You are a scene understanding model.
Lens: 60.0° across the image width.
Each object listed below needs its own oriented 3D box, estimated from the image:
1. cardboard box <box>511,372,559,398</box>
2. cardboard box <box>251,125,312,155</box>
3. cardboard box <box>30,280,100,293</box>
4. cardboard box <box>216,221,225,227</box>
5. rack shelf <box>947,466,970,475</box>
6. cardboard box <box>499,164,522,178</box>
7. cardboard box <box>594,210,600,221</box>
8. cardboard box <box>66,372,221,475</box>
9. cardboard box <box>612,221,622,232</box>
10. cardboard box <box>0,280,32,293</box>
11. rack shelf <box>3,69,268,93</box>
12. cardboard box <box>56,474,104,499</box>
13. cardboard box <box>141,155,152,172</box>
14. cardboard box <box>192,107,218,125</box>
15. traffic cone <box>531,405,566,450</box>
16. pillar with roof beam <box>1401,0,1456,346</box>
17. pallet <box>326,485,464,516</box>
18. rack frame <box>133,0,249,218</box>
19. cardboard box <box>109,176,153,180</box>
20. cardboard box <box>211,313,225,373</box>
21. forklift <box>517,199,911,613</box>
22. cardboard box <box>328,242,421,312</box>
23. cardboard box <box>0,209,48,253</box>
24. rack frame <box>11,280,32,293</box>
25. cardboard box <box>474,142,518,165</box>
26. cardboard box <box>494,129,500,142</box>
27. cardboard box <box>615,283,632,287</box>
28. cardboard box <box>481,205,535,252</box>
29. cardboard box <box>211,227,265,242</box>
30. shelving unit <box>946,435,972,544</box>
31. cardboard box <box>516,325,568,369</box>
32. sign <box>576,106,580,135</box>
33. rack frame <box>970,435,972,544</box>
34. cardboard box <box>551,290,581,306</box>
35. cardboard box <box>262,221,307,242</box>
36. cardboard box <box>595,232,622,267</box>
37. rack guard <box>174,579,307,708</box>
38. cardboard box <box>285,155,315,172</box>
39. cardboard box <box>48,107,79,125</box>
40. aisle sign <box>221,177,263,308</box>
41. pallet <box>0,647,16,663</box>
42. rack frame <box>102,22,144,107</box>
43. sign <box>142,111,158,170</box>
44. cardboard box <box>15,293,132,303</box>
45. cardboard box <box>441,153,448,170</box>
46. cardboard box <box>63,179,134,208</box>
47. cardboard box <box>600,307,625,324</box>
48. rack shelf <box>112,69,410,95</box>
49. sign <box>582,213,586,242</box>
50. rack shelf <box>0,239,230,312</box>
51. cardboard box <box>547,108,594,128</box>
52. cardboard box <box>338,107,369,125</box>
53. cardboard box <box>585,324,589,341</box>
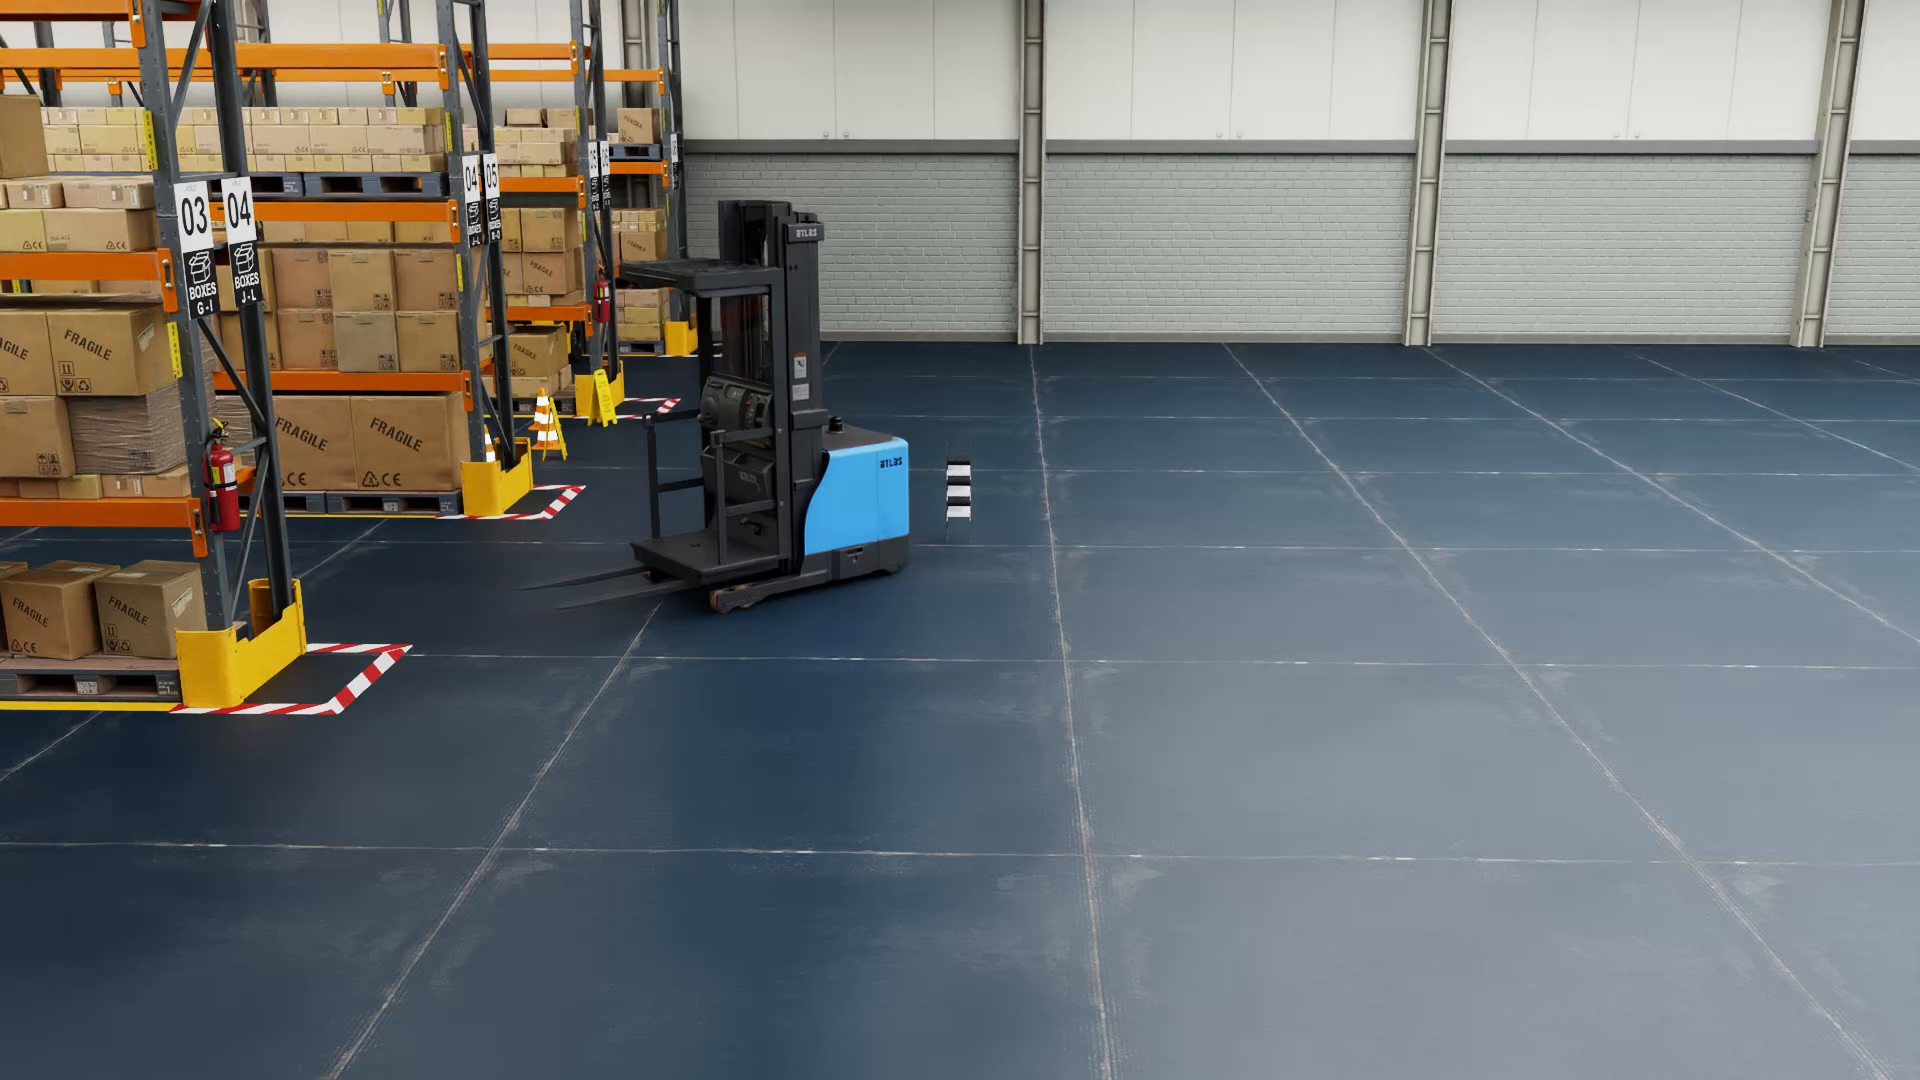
[{"bbox_3d":[-5.188,-1.888,20.184,0.500,0.250,0.500,0,15,1],"label":"cardboard box"},{"bbox_3d":[-5.873,-3.527,14.639,0.500,0.250,0.500,0,15,1],"label":"cardboard box"},{"bbox_3d":[-8.005,-2.424,15.238,0.550,0.550,0.875,0,15,1],"label":"cardboard box"},{"bbox_3d":[-10.874,-4.692,24.775,0.250,0.149,0.380,1,15,2],"label":"cardboard box"},{"bbox_3d":[-0.008,-0.577,14.188,0.200,0.077,0.258,0,15,1],"label":"rack shelf"},{"bbox_3d":[-5.227,-4.341,19.528,0.250,0.149,0.380,1,15,3],"label":"cardboard box"},{"bbox_3d":[-5.346,-4.807,24.630,0.250,0.149,0.380,0,15,2],"label":"cardboard box"},{"bbox_3d":[-5.151,-0.753,10.536,0.500,0.500,0.875,0,15,1],"label":"cardboard box"},{"bbox_3d":[-5.094,-4.648,24.609,0.250,0.149,0.380,1,15,2],"label":"cardboard box"},{"bbox_3d":[-8.870,-2.374,15.304,0.500,0.500,0.700,0,15,0],"label":"cardboard box"},{"bbox_3d":[-10.347,-5.476,19.652,4.000,0.370,1.077,0,15,1],"label":"rack shelf"},{"bbox_3d":[-5.393,-0.369,10.350,0.250,0.149,0.380,0,15,1],"label":"cardboard box"},{"bbox_3d":[-7.001,-3.326,14.660,0.250,0.149,0.380,0,15,1],"label":"cardboard box"},{"bbox_3d":[-6.497,-3.708,14.544,0.250,0.149,0.380,0,15,1],"label":"cardboard box"},{"bbox_3d":[-4.500,-1.240,18.132,0.334,0.463,0.336,0,15,1],"label":"traffic cone"},{"bbox_3d":[6.987,-6.303,20.589,0.400,9.000,9.100,0,15,1],"label":"pillar with roof beam"},{"bbox_3d":[-5.176,-0.452,15.639,1.213,0.211,1.003,0,15,1],"label":"pallet"},{"bbox_3d":[-4.602,-3.451,9.782,0.127,3.000,1.000,0,15,1],"label":"rack frame"},{"bbox_3d":[-5.128,-2.208,10.463,0.250,0.149,0.380,1,15,3],"label":"cardboard box"},{"bbox_3d":[-6.917,-1.883,15.302,0.550,0.550,0.875,0,15,1],"label":"cardboard box"},{"bbox_3d":[-1.857,-1.030,12.500,3.031,2.935,1.130,-12,19,-38],"label":"forklift"},{"bbox_3d":[-5.296,-2.402,15.153,0.550,0.550,0.875,0,15,1],"label":"cardboard box"},{"bbox_3d":[-5.590,-1.869,9.959,0.500,0.250,0.500,0,15,2],"label":"cardboard box"},{"bbox_3d":[-8.373,-1.841,15.437,0.127,3.000,1.000,0,15,1],"label":"rack frame"},{"bbox_3d":[-5.370,-4.541,19.503,0.500,0.250,0.500,0,15,1],"label":"cardboard box"},{"bbox_3d":[-5.459,-4.742,19.485,0.250,0.149,0.380,0,15,2],"label":"cardboard box"},{"bbox_3d":[-5.201,-3.754,25.297,0.500,0.250,0.500,0,15,2],"label":"cardboard box"},{"bbox_3d":[-5.371,-3.706,19.769,0.500,0.500,0.700,1,15,2],"label":"cardboard box"},{"bbox_3d":[-8.809,-3.575,20.409,0.500,0.500,0.500,1,15,3],"label":"cardboard box"},{"bbox_3d":[-0.008,-0.435,14.225,0.210,0.900,0.258,0,15,1],"label":"shelving unit"},{"bbox_3d":[-5.172,-2.390,20.615,0.500,0.500,0.500,0,15,0],"label":"cardboard box"},{"bbox_3d":[-4.383,-4.815,19.094,0.005,0.325,0.100,0,15,1],"label":"sign"},{"bbox_3d":[0.094,-0.435,14.223,0.006,0.900,0.240,0,15,1],"label":"rack frame"},{"bbox_3d":[-4.728,-2.904,19.960,0.250,0.149,0.380,1,15,3],"label":"cardboard box"},{"bbox_3d":[-7.913,-3.721,19.826,0.500,0.500,0.700,0,15,1],"label":"cardboard box"},{"bbox_3d":[-5.243,-4.334,24.691,0.500,0.500,0.500,1,15,3],"label":"cardboard box"},{"bbox_3d":[-4.678,0.658,10.868,0.348,0.500,1.175,0,15,1],"label":"rack guard"},{"bbox_3d":[-5.733,-3.317,14.627,0.250,0.149,0.380,0,15,1],"label":"cardboard box"},{"bbox_3d":[-7.762,-3.716,14.576,0.250,0.149,0.380,0,15,1],"label":"cardboard box"},{"bbox_3d":[-4.532,-1.884,10.504,0.004,0.787,0.394,0,15,1],"label":"aisle sign"},{"bbox_3d":[-6.706,0.774,10.992,1.213,0.211,1.003,0,15,1],"label":"pallet"},{"bbox_3d":[-12.223,-7.297,24.356,0.127,3.000,1.000,0,15,1],"label":"rack frame"},{"bbox_3d":[-4.636,-2.288,9.515,0.005,0.325,0.100,0,15,1],"label":"sign"},{"bbox_3d":[-5.645,-1.304,10.665,0.500,0.500,0.500,0,15,1],"label":"cardboard box"},{"bbox_3d":[-4.709,-3.479,15.240,0.250,0.149,0.380,0,15,2],"label":"cardboard box"},{"bbox_3d":[-5.145,-2.075,9.958,0.250,0.149,0.380,0,15,0],"label":"cardboard box"},{"bbox_3d":[-5.222,-3.388,24.890,0.500,0.250,0.500,0,15,1],"label":"cardboard box"},{"bbox_3d":[-10.224,-6.742,24.449,4.000,0.370,1.077,0,15,1],"label":"rack shelf"},{"bbox_3d":[-4.383,-3.649,19.402,0.005,0.325,0.100,0,15,1],"label":"sign"},{"bbox_3d":[-6.601,-1.666,10.305,4.000,0.370,1.077,0,15,1],"label":"rack shelf"},{"bbox_3d":[-5.696,-6.067,24.359,0.500,0.500,0.700,0,15,2],"label":"cardboard box"},{"bbox_3d":[-5.226,-3.700,14.514,0.250,0.149,0.380,1,15,2],"label":"cardboard box"},{"bbox_3d":[-5.700,-3.151,24.970,0.500,0.250,0.500,1,15,2],"label":"cardboard box"}]
